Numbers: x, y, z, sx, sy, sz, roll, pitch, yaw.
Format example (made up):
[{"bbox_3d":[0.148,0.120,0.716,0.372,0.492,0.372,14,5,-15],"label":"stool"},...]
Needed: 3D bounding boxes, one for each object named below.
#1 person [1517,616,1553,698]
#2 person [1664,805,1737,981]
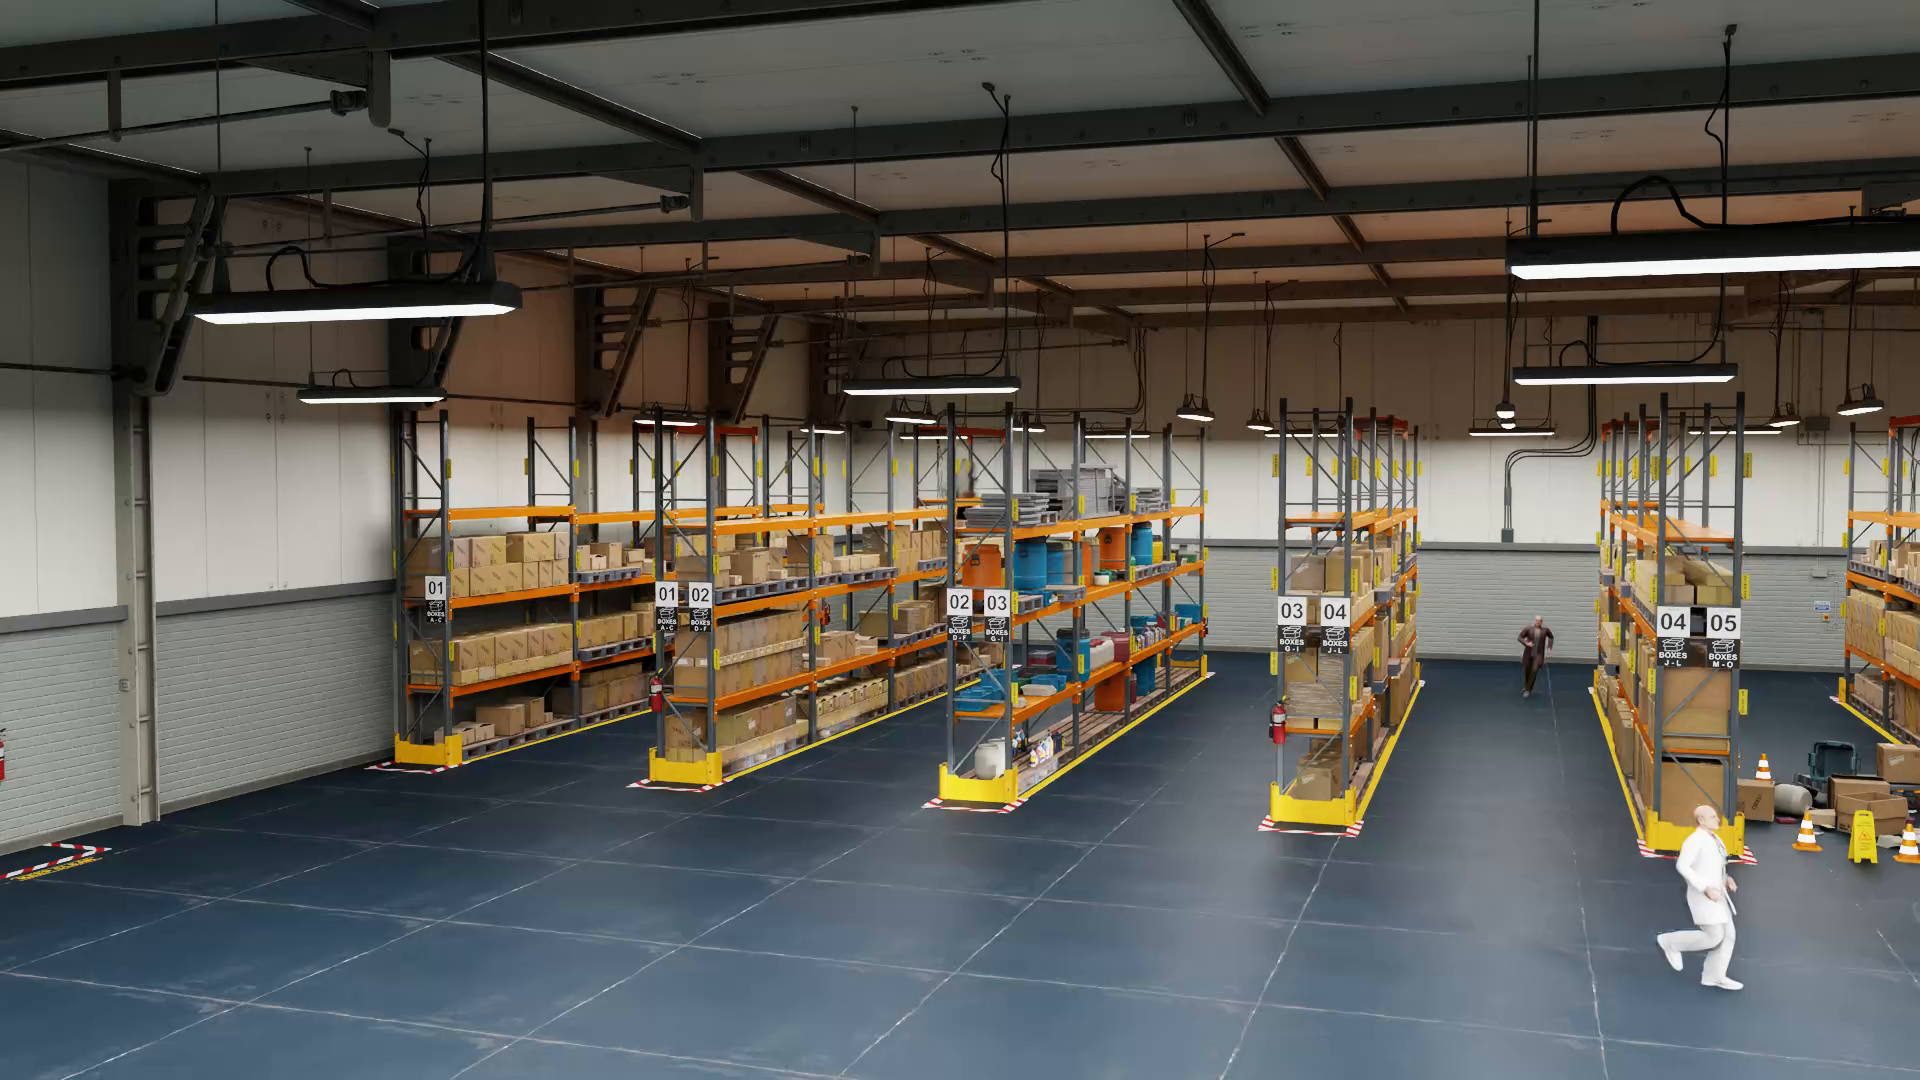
[{"bbox_3d":[12.642,2.542,36.565,0.739,1.775,1.025,1,3,22],"label":"person"},{"bbox_3d":[7.189,3.400,16.126,0.616,1.666,0.723,2,3,44],"label":"person"}]
